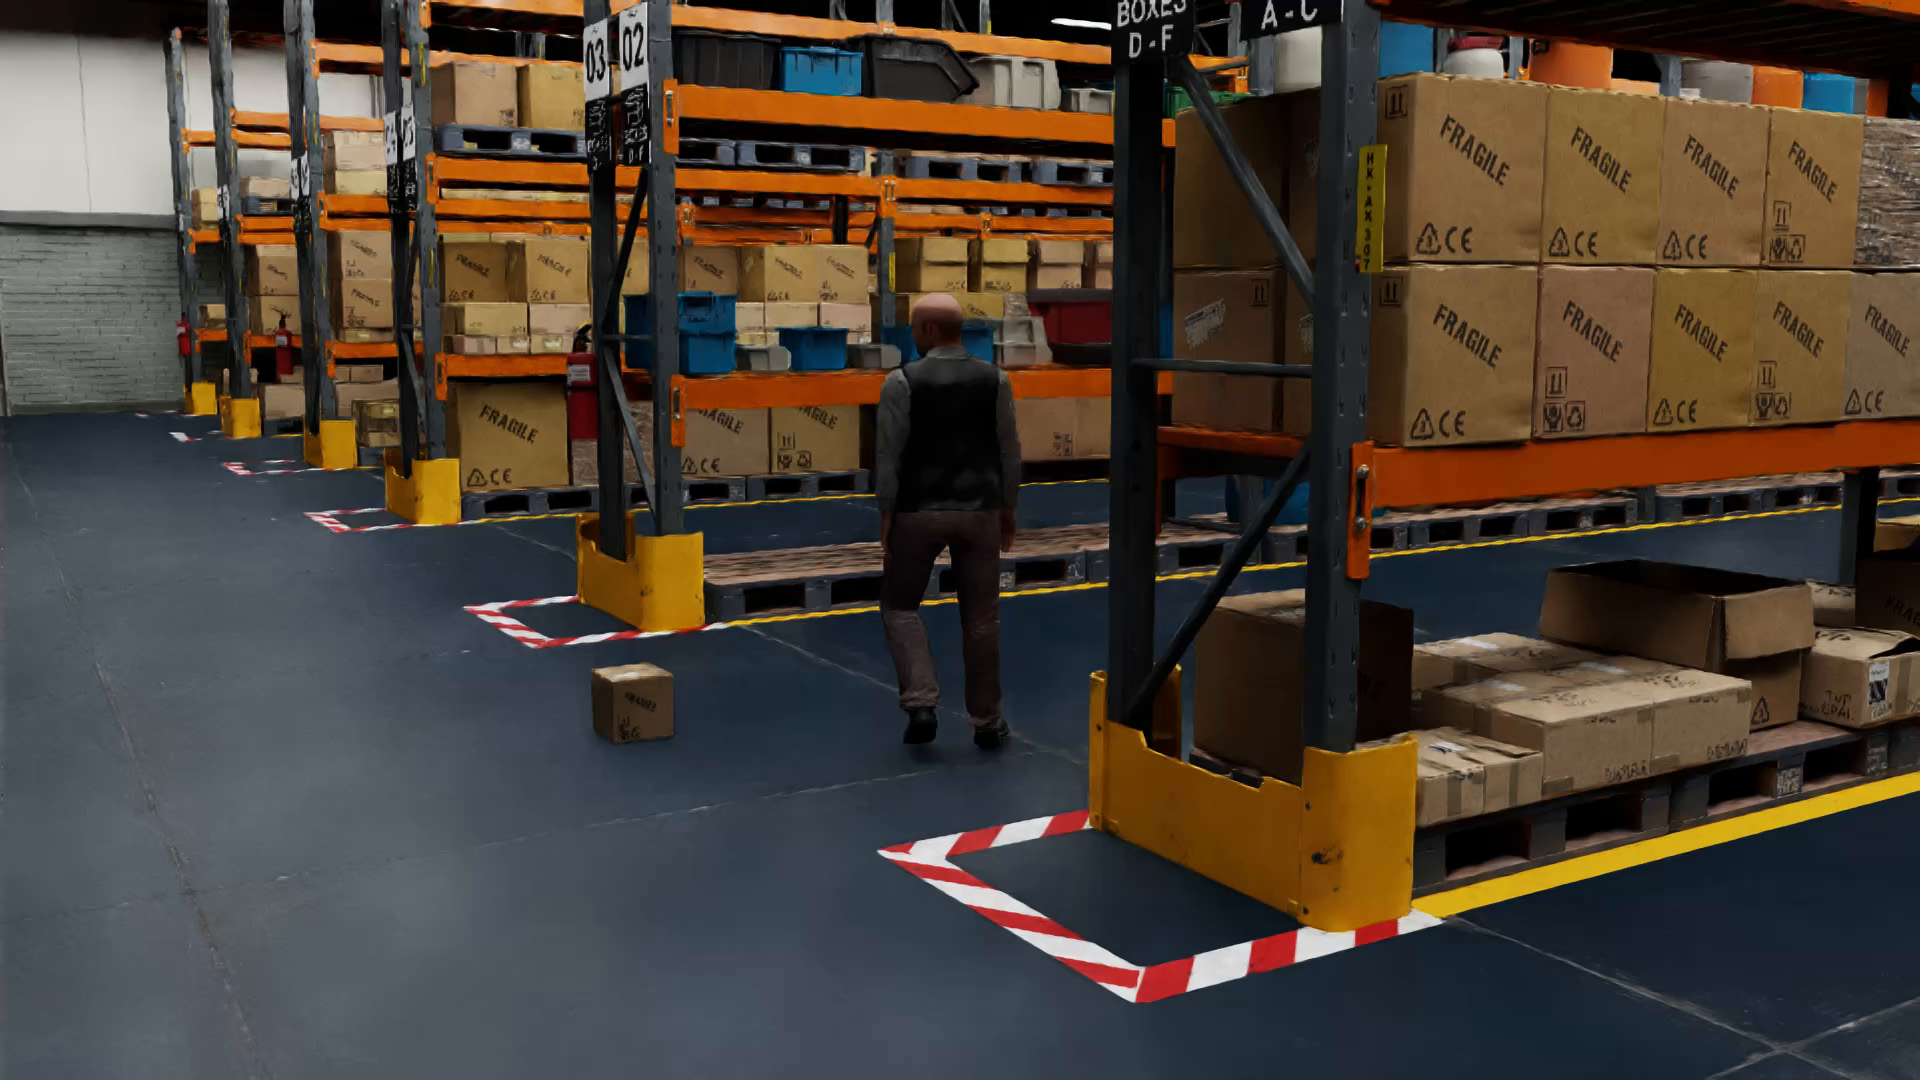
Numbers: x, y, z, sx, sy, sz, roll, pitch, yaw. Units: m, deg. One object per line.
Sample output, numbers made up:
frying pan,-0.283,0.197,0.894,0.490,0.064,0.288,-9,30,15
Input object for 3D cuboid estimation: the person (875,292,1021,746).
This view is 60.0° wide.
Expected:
person,-0.042,-0.064,6.298,0.575,1.732,0.411,-2,8,-11
